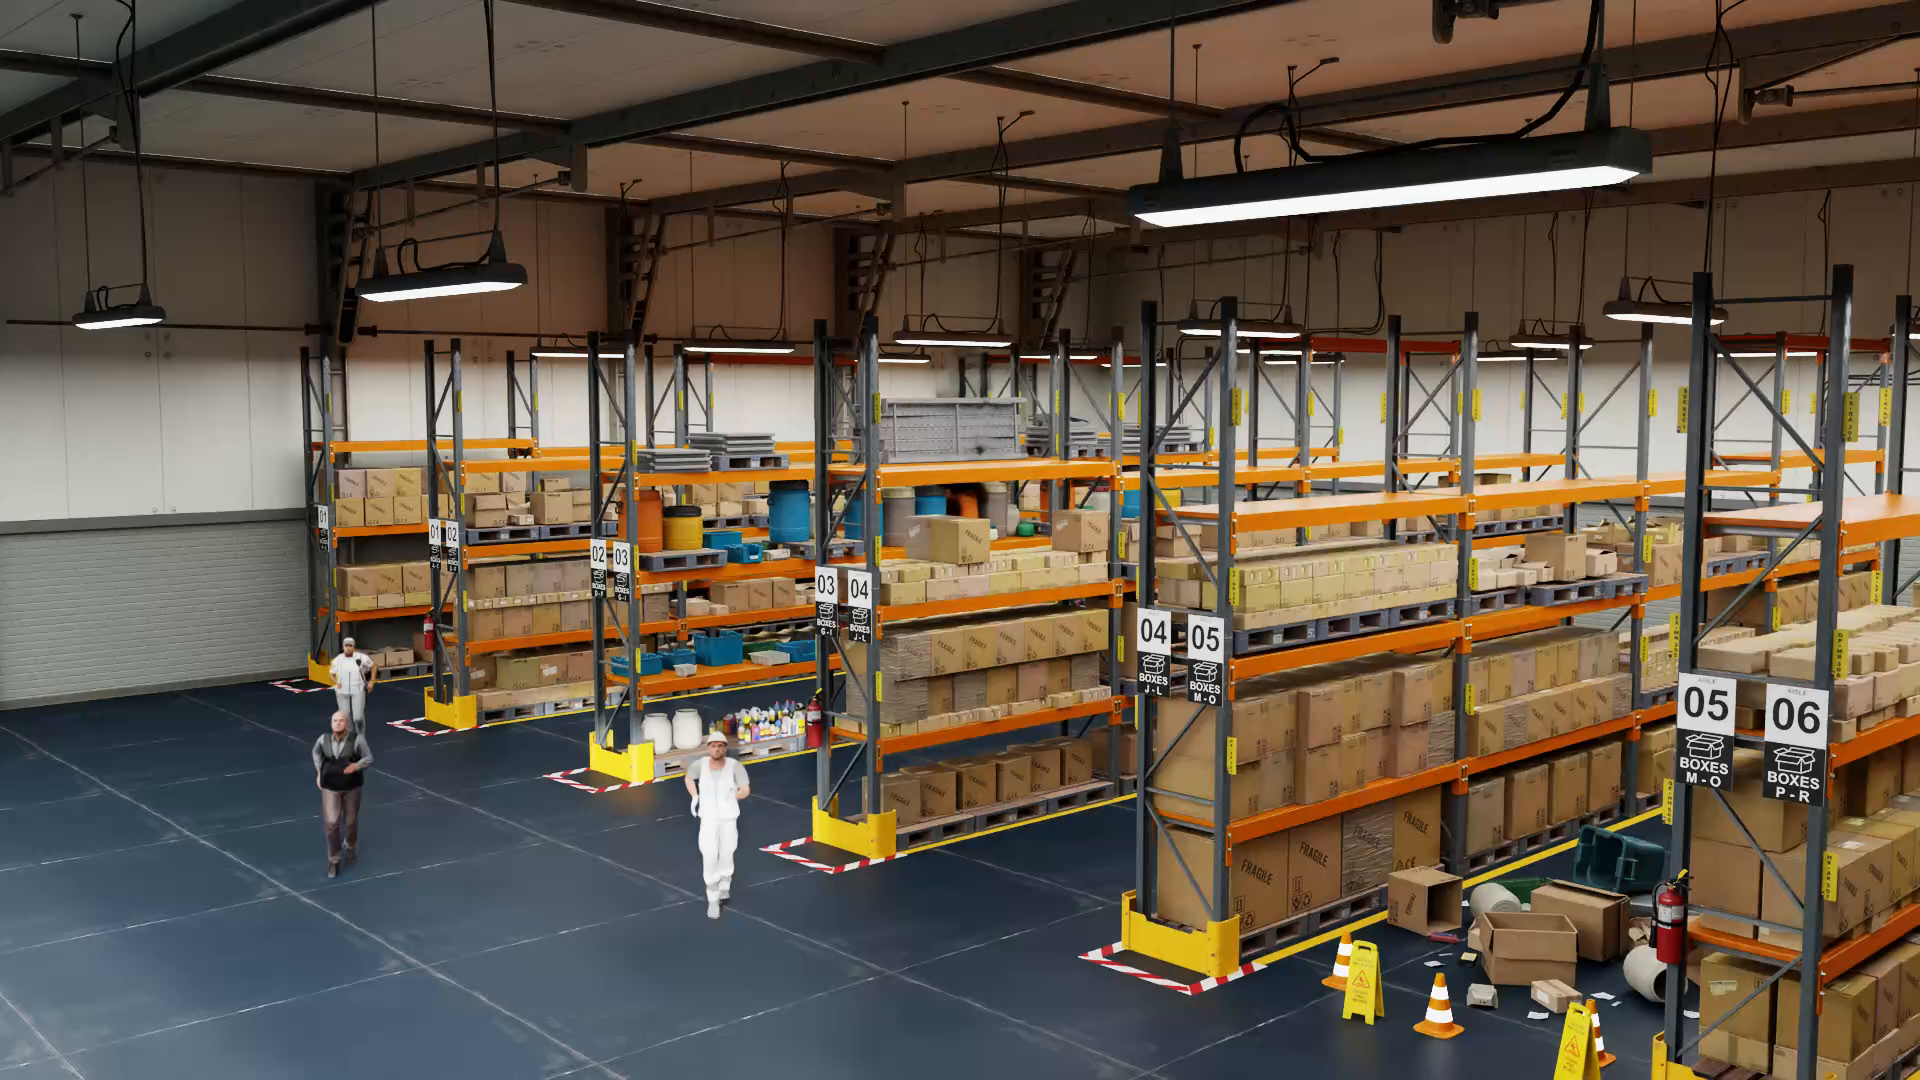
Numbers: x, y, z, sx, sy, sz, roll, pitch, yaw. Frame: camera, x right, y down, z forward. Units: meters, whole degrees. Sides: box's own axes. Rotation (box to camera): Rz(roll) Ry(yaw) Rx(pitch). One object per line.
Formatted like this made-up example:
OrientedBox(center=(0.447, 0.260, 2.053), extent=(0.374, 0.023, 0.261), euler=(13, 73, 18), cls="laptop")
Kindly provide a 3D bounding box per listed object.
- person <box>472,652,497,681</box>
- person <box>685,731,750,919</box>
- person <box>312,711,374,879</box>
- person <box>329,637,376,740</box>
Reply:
OrientedBox(center=(-8.134, 1.846, 28.190), extent=(0.579, 1.657, 0.923), euler=(4, 6, 36), cls="person")
OrientedBox(center=(-2.419, 2.817, 16.601), extent=(0.645, 1.837, 0.727), euler=(-1, 5, -8), cls="person")
OrientedBox(center=(-6.685, 2.733, 18.037), extent=(0.642, 1.782, 0.783), euler=(-2, 5, -17), cls="person")
OrientedBox(center=(-8.818, 2.227, 24.134), extent=(0.644, 1.636, 0.594), euler=(-1, 5, -15), cls="person")
